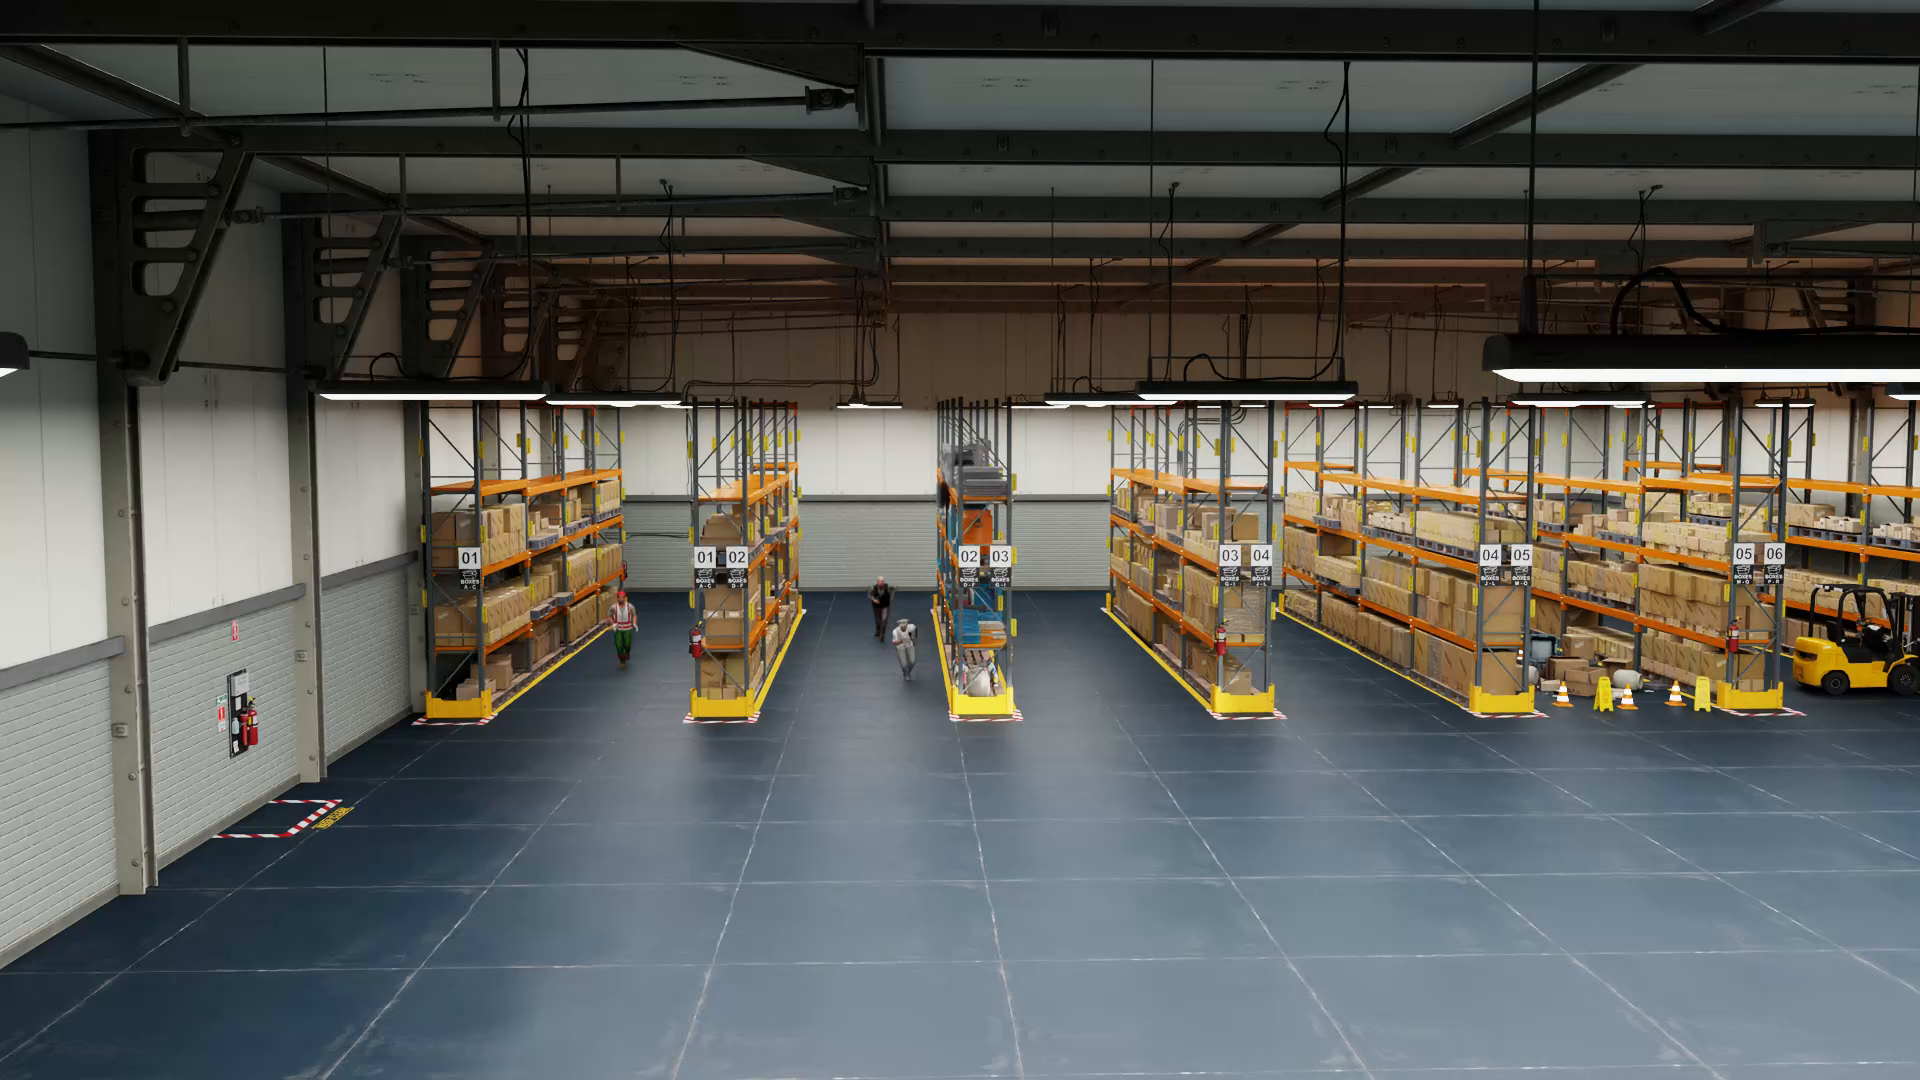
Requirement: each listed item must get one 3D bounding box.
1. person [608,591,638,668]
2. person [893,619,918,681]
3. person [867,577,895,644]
[{"bbox_3d":[-7.533,1.994,37.149,0.660,1.729,0.646,-1,4,-10],"label":"person"},{"bbox_3d":[-1.151,2.321,35.150,0.569,1.384,0.976,-1,4,-6],"label":"person"},{"bbox_3d":[-1.984,1.718,41.523,0.696,1.684,0.984,-1,4,-8],"label":"person"}]
